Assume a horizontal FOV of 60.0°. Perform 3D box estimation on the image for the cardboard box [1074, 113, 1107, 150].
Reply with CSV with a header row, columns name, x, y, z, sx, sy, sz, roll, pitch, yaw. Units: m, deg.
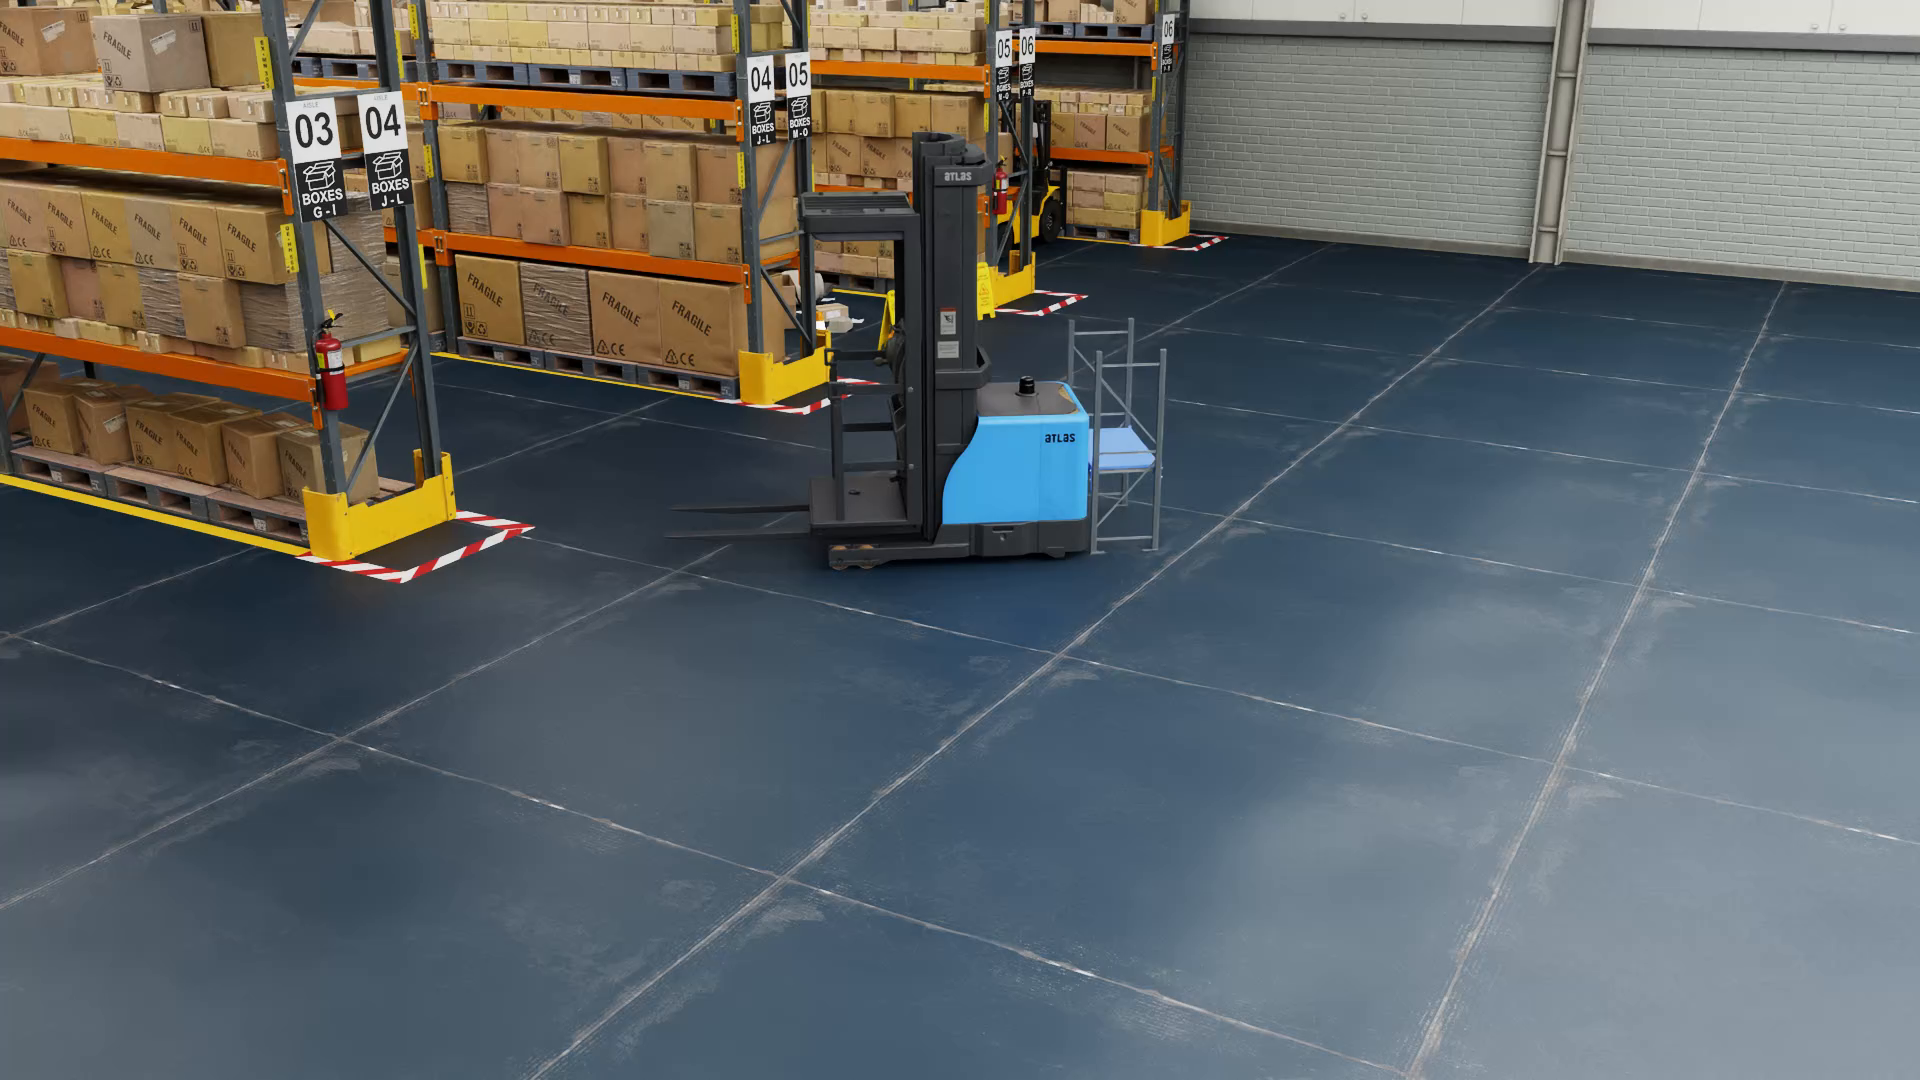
name,x,y,z,sx,sy,sz,roll,pitch,yaw
cardboard box,2.007,-6.005,24.375,0.500,0.500,0.500,12,23,29

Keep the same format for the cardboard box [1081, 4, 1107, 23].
name,x,y,z,sx,sy,sz,roll,pitch,yaw
cardboard box,1.920,-7.547,23.806,0.258,0.266,0.396,11,23,27

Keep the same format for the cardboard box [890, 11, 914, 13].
name,x,y,z,sx,sy,sz,roll,pitch,yaw
cardboard box,-0.665,-6.416,20.453,0.250,0.149,0.380,11,23,29

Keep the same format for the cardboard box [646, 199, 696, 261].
name,x,y,z,sx,sy,sz,roll,pitch,yaw
cardboard box,-2.567,-3.101,16.294,0.550,0.550,0.875,11,23,27

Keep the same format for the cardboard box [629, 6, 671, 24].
name,x,y,z,sx,sy,sz,roll,pitch,yaw
cardboard box,-2.858,-4.890,15.486,0.250,0.149,0.380,11,23,28

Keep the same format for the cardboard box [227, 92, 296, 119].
name,x,y,z,sx,sy,sz,roll,pitch,yaw
cardboard box,-4.802,-2.996,11.461,0.250,0.149,0.380,10,22,26

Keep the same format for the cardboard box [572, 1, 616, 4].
name,x,y,z,sx,sy,sz,roll,pitch,yaw
cardboard box,-3.646,-5.297,16.608,0.250,0.149,0.380,10,22,27

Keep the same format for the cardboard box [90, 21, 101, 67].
name,x,y,z,sx,sy,sz,roll,pitch,yaw
cardboard box,-9.780,-5.783,19.363,0.500,0.500,0.500,11,23,27

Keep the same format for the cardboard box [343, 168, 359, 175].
name,x,y,z,sx,sy,sz,roll,pitch,yaw
cardboard box,-6.550,-4.329,18.288,0.500,0.500,0.700,11,23,28

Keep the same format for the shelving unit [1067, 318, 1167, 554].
name,x,y,z,sx,sy,sz,roll,pitch,yaw
shelving unit,1.131,-0.792,12.349,0.538,1.500,1.048,-2,20,-7

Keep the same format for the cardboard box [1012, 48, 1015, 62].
name,x,y,z,sx,sy,sz,roll,pitch,yaw
cardboard box,0.464,-5.831,20.011,0.250,0.149,0.380,11,23,27

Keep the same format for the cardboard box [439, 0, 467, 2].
name,x,y,z,sx,sy,sz,roll,pitch,yaw
cardboard box,-6.791,-7.392,23.177,0.637,0.503,0.797,9,22,24

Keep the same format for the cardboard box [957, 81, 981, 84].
name,x,y,z,sx,sy,sz,roll,pitch,yaw
cardboard box,0.146,-7.005,25.745,0.250,0.149,0.380,10,22,26

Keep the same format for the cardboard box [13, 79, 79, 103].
name,x,y,z,sx,sy,sz,roll,pitch,yaw
cardboard box,-6.868,-3.380,12.521,0.250,0.149,0.380,12,23,29

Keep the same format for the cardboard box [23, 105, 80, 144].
name,x,y,z,sx,sy,sz,roll,pitch,yaw
cardboard box,-6.569,-3.119,12.385,0.500,0.250,0.500,10,22,25

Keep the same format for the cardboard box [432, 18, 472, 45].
name,x,y,z,sx,sy,sz,roll,pitch,yaw
cardboard box,-4.932,-5.121,16.707,0.500,0.250,0.500,11,23,28

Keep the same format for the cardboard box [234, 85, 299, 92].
name,x,y,z,sx,sy,sz,roll,pitch,yaw
cardboard box,-5.028,-3.223,12.087,0.250,0.149,0.380,12,23,29

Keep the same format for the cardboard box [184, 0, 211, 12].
name,x,y,z,sx,sy,sz,roll,pitch,yaw
cardboard box,-11.686,-8.370,25.732,0.500,0.500,0.500,11,23,28

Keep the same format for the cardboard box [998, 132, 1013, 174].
name,x,y,z,sx,sy,sz,roll,pitch,yaw
cardboard box,0.317,-4.736,20.438,0.500,0.500,0.500,10,22,26

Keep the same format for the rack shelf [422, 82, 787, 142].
name,x,y,z,sx,sy,sz,roll,pitch,yaw
rack shelf,-3.476,-4.301,16.480,4.000,0.370,1.077,11,23,27

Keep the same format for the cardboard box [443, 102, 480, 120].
name,x,y,z,sx,sy,sz,roll,pitch,yaw
cardboard box,-6.968,-6.243,23.564,0.500,0.500,0.500,10,22,26

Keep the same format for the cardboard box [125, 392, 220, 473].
name,x,y,z,sx,sy,sz,roll,pitch,yaw
cardboard box,-6.316,-0.873,13.424,0.500,0.500,0.500,9,22,23

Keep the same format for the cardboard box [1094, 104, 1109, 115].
name,x,y,z,sx,sy,sz,roll,pitch,yaw
cardboard box,2.139,-6.287,24.200,0.250,0.149,0.380,11,23,28

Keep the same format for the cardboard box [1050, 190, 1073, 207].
name,x,y,z,sx,sy,sz,roll,pitch,yaw
cardboard box,1.542,-5.160,24.873,0.500,0.250,0.500,10,22,26

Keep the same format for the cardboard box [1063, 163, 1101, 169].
name,x,y,z,sx,sy,sz,roll,pitch,yaw
cardboard box,1.816,-5.545,25.203,0.500,0.250,0.500,11,22,27

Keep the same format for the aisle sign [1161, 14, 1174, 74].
name,x,y,z,sx,sy,sz,roll,pitch,yaw
aisle sign,2.927,-6.989,23.422,0.004,0.787,0.394,11,23,27

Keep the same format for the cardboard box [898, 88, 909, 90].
name,x,y,z,sx,sy,sz,roll,pitch,yaw
cardboard box,-0.890,-7.065,26.346,0.250,0.149,0.380,10,22,26

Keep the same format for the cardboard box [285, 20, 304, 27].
name,x,y,z,sx,sy,sz,roll,pitch,yaw
cardboard box,-7.304,-5.485,18.058,0.500,0.311,0.500,10,22,26

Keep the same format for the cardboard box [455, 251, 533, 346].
name,x,y,z,sx,sy,sz,roll,pitch,yaw
cardboard box,-4.707,-2.635,17.731,0.875,0.875,0.875,11,23,28

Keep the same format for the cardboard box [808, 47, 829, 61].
name,x,y,z,sx,sy,sz,roll,pitch,yaw
cardboard box,-1.661,-5.979,20.419,0.250,0.149,0.380,10,22,26

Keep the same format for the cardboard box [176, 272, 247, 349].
name,x,y,z,sx,sy,sz,roll,pitch,yaw
cardboard box,-5.199,-1.771,12.266,0.500,0.500,0.875,11,23,27

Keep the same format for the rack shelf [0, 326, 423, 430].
name,x,y,z,sx,sy,sz,roll,pitch,yaw
rack shelf,-5.983,-1.432,12.968,4.000,0.370,1.077,11,23,27

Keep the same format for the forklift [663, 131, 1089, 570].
name,x,y,z,sx,sy,sz,roll,pitch,yaw
forklift,-0.627,-1.356,11.805,3.031,2.935,1.130,-2,20,-6

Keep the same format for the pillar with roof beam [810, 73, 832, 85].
name,x,y,z,sx,sy,sz,roll,pitch,yaw
pillar with roof beam,-4.493,-8.786,23.390,0.400,9.000,9.100,11,23,27

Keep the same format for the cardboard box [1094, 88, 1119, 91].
name,x,y,z,sx,sy,sz,roll,pitch,yaw
cardboard box,2.166,-6.616,24.670,0.250,0.149,0.380,11,23,28

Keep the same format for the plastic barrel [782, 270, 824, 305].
name,x,y,z,sx,sy,sz,roll,pitch,yaw
plastic barrel,-1.946,-3.069,20.205,0.512,0.421,0.421,-7,21,-20

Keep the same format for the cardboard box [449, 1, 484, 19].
name,x,y,z,sx,sy,sz,roll,pitch,yaw
cardboard box,-4.847,-5.270,16.531,0.250,0.149,0.380,11,22,27

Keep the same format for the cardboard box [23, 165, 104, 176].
name,x,y,z,sx,sy,sz,roll,pitch,yaw
cardboard box,-7.202,-2.766,13.543,0.500,0.500,0.500,11,23,27

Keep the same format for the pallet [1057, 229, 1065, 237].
name,x,y,z,sx,sy,sz,roll,pitch,yaw
pallet,1.264,-4.873,25.489,1.213,0.211,1.003,11,23,27

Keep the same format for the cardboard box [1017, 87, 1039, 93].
name,x,y,z,sx,sy,sz,roll,pitch,yaw
cardboard box,1.044,-6.654,24.777,0.250,0.149,0.380,11,23,28

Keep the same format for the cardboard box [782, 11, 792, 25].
name,x,y,z,sx,sy,sz,roll,pitch,yaw
cardboard box,-2.097,-6.437,20.512,0.250,0.149,0.380,11,22,27

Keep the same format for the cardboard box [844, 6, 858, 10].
name,x,y,z,sx,sy,sz,roll,pitch,yaw
cardboard box,-1.587,-8.160,25.668,0.250,0.149,0.380,11,23,27

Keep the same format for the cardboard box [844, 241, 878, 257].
name,x,y,z,sx,sy,sz,roll,pitch,yaw
cardboard box,-1.125,-3.872,20.957,0.500,0.500,0.500,10,22,26

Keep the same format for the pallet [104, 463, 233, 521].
name,x,y,z,sx,sy,sz,roll,pitch,yaw
pallet,-6.057,-0.488,13.400,1.213,0.211,1.003,11,23,27

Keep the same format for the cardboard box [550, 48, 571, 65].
name,x,y,z,sx,sy,sz,roll,pitch,yaw
cardboard box,-3.742,-4.684,16.086,0.250,0.149,0.380,11,23,28

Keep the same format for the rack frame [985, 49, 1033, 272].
name,x,y,z,sx,sy,sz,roll,pitch,yaw
rack frame,0.596,-4.387,20.061,0.127,3.000,1.000,11,23,27

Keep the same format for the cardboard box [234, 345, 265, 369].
name,x,y,z,sx,sy,sz,roll,pitch,yaw
cardboard box,-5.048,-1.373,12.120,0.250,0.149,0.380,11,23,27

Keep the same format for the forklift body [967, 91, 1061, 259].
name,x,y,z,sx,sy,sz,roll,pitch,yaw
forklift body,0.468,-5.239,23.653,1.214,2.155,2.313,11,23,27

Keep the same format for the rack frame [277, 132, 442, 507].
name,x,y,z,sx,sy,sz,roll,pitch,yaw
rack frame,-4.237,-1.437,11.928,0.127,3.000,1.000,11,23,27

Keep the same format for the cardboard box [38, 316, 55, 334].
name,x,y,z,sx,sy,sz,roll,pitch,yaw
cardboard box,-7.022,-1.741,13.135,0.250,0.149,0.380,11,23,27

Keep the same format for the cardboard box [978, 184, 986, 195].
name,x,y,z,sx,sy,sz,roll,pitch,yaw
cardboard box,0.165,-4.268,20.100,0.250,0.149,0.380,12,23,29

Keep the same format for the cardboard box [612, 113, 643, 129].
name,x,y,z,sx,sy,sz,roll,pitch,yaw
cardboard box,-4.293,-5.615,22.247,0.500,0.500,0.500,12,23,29

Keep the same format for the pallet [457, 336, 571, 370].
name,x,y,z,sx,sy,sz,roll,pitch,yaw
pallet,-4.597,-2.101,17.849,1.213,0.211,1.003,11,23,27

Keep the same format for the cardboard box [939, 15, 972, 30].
name,x,y,z,sx,sy,sz,roll,pitch,yaw
cardboard box,-0.050,-6.077,19.519,0.250,0.149,0.380,11,23,28

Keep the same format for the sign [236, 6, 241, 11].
name,x,y,z,sx,sy,sz,roll,pitch,yaw
sign,-8.437,-6.082,19.459,0.005,0.325,0.100,11,23,27

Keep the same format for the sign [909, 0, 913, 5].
name,x,y,z,sx,sy,sz,roll,pitch,yaw
sign,-0.735,-8.169,24.867,0.005,0.325,0.100,11,23,27
